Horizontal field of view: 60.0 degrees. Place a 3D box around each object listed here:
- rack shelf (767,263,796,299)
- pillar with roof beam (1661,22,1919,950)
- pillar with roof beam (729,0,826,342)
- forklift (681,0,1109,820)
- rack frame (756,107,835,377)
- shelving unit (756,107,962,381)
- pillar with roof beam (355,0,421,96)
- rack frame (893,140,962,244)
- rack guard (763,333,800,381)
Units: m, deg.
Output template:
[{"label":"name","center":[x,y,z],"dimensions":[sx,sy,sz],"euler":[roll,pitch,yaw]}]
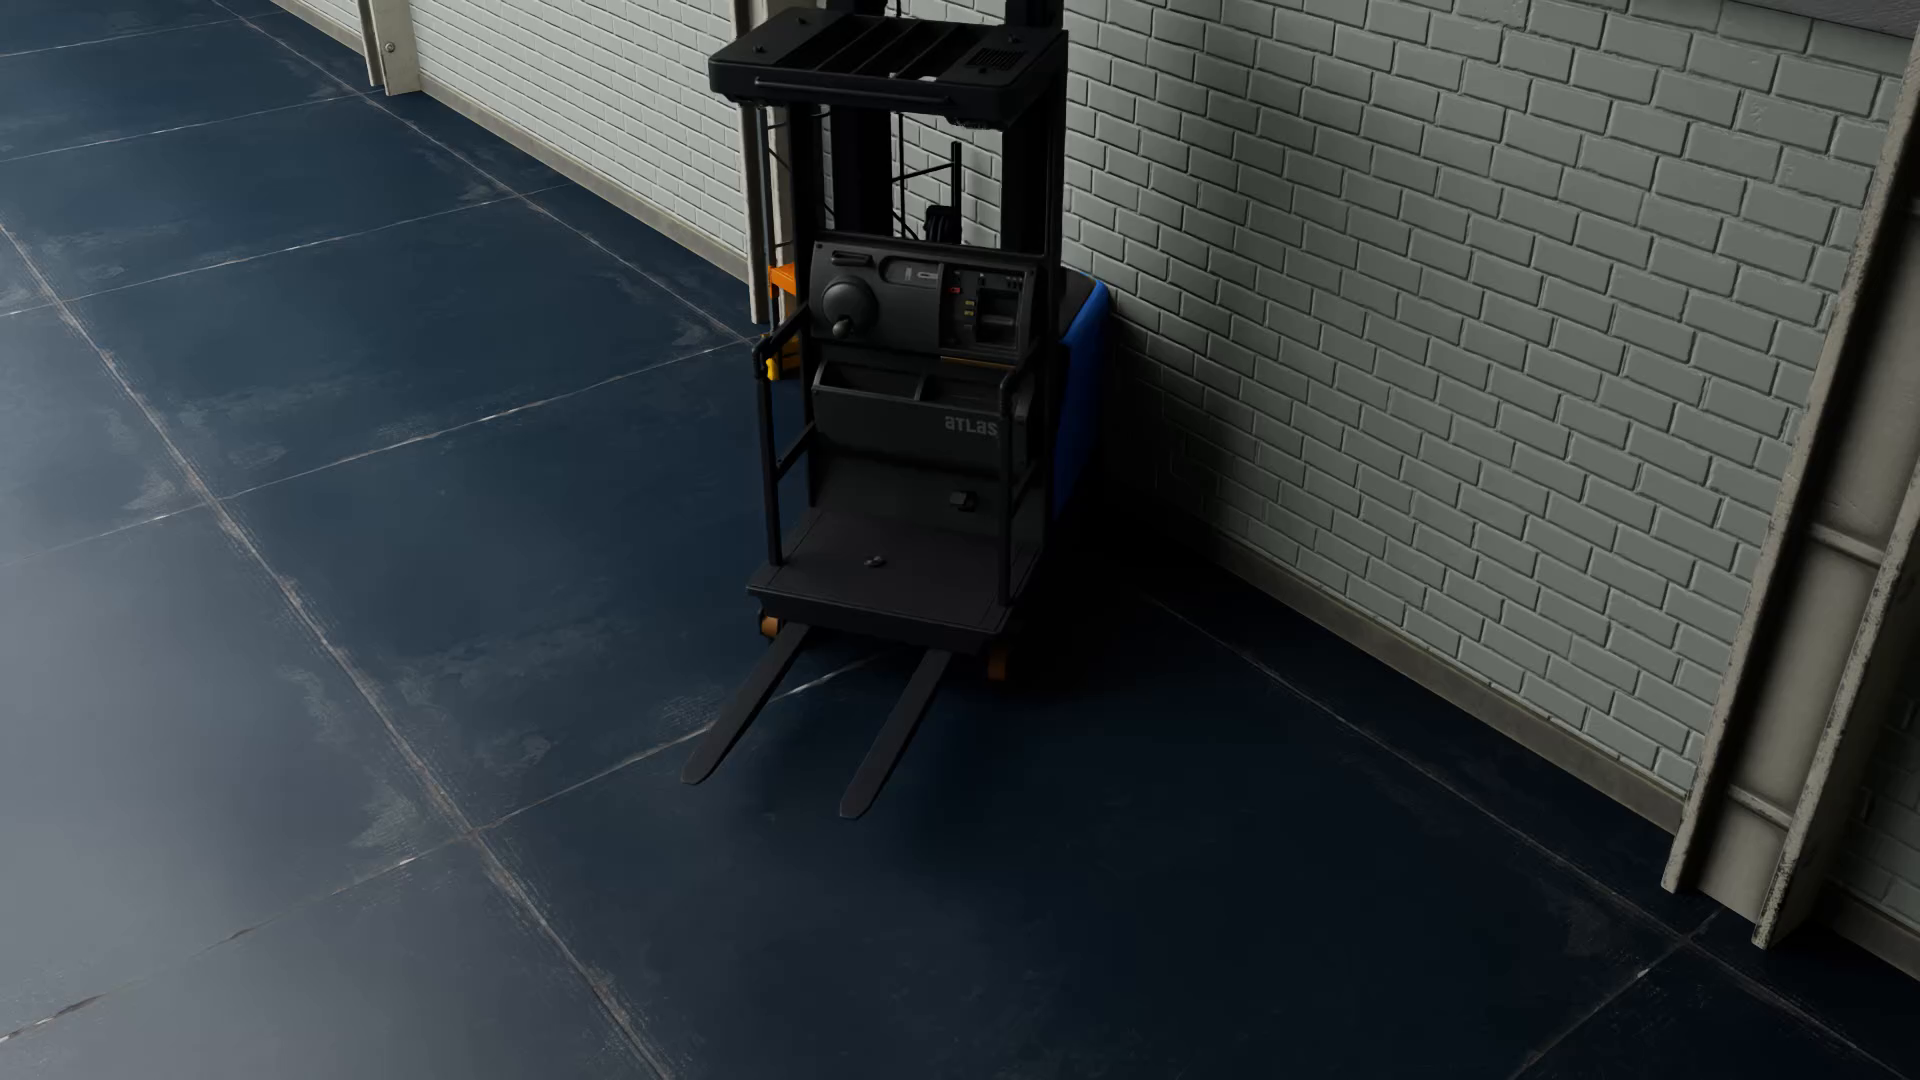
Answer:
[{"label":"rack shelf","center":[-0.511,-1.258,8.695],"dimensions":[0.538,0.185,1.000],"euler":[-23,38,-32]},{"label":"pillar with roof beam","center":[-0.713,-1.191,1.139],"dimensions":[9.100,9.000,0.400],"euler":[-22,38,-31]},{"label":"pillar with roof beam","center":[-4.393,-3.692,5.165],"dimensions":[9.100,9.000,0.400],"euler":[-22,38,-31]},{"label":"forklift","center":[-0.216,-0.900,6.421],"dimensions":[1.130,2.935,3.031],"euler":[10,33,15]},{"label":"rack frame","center":[-0.826,-1.621,8.939],"dimensions":[0.500,1.500,0.032],"euler":[-23,38,-32]},{"label":"shelving unit","center":[-0.517,-1.415,8.606],"dimensions":[0.587,1.500,1.083],"euler":[-23,38,-32]},{"label":"pillar with roof beam","center":[-8.072,-6.192,9.191],"dimensions":[9.100,9.000,0.400],"euler":[-22,38,-31]},{"label":"rack frame","center":[-0.196,-1.200,8.261],"dimensions":[0.500,1.500,0.032],"euler":[-23,38,-32]},{"label":"rack guard","center":[-0.825,-1.090,9.268],"dimensions":[0.587,0.250,0.087],"euler":[-23,38,-32]}]
